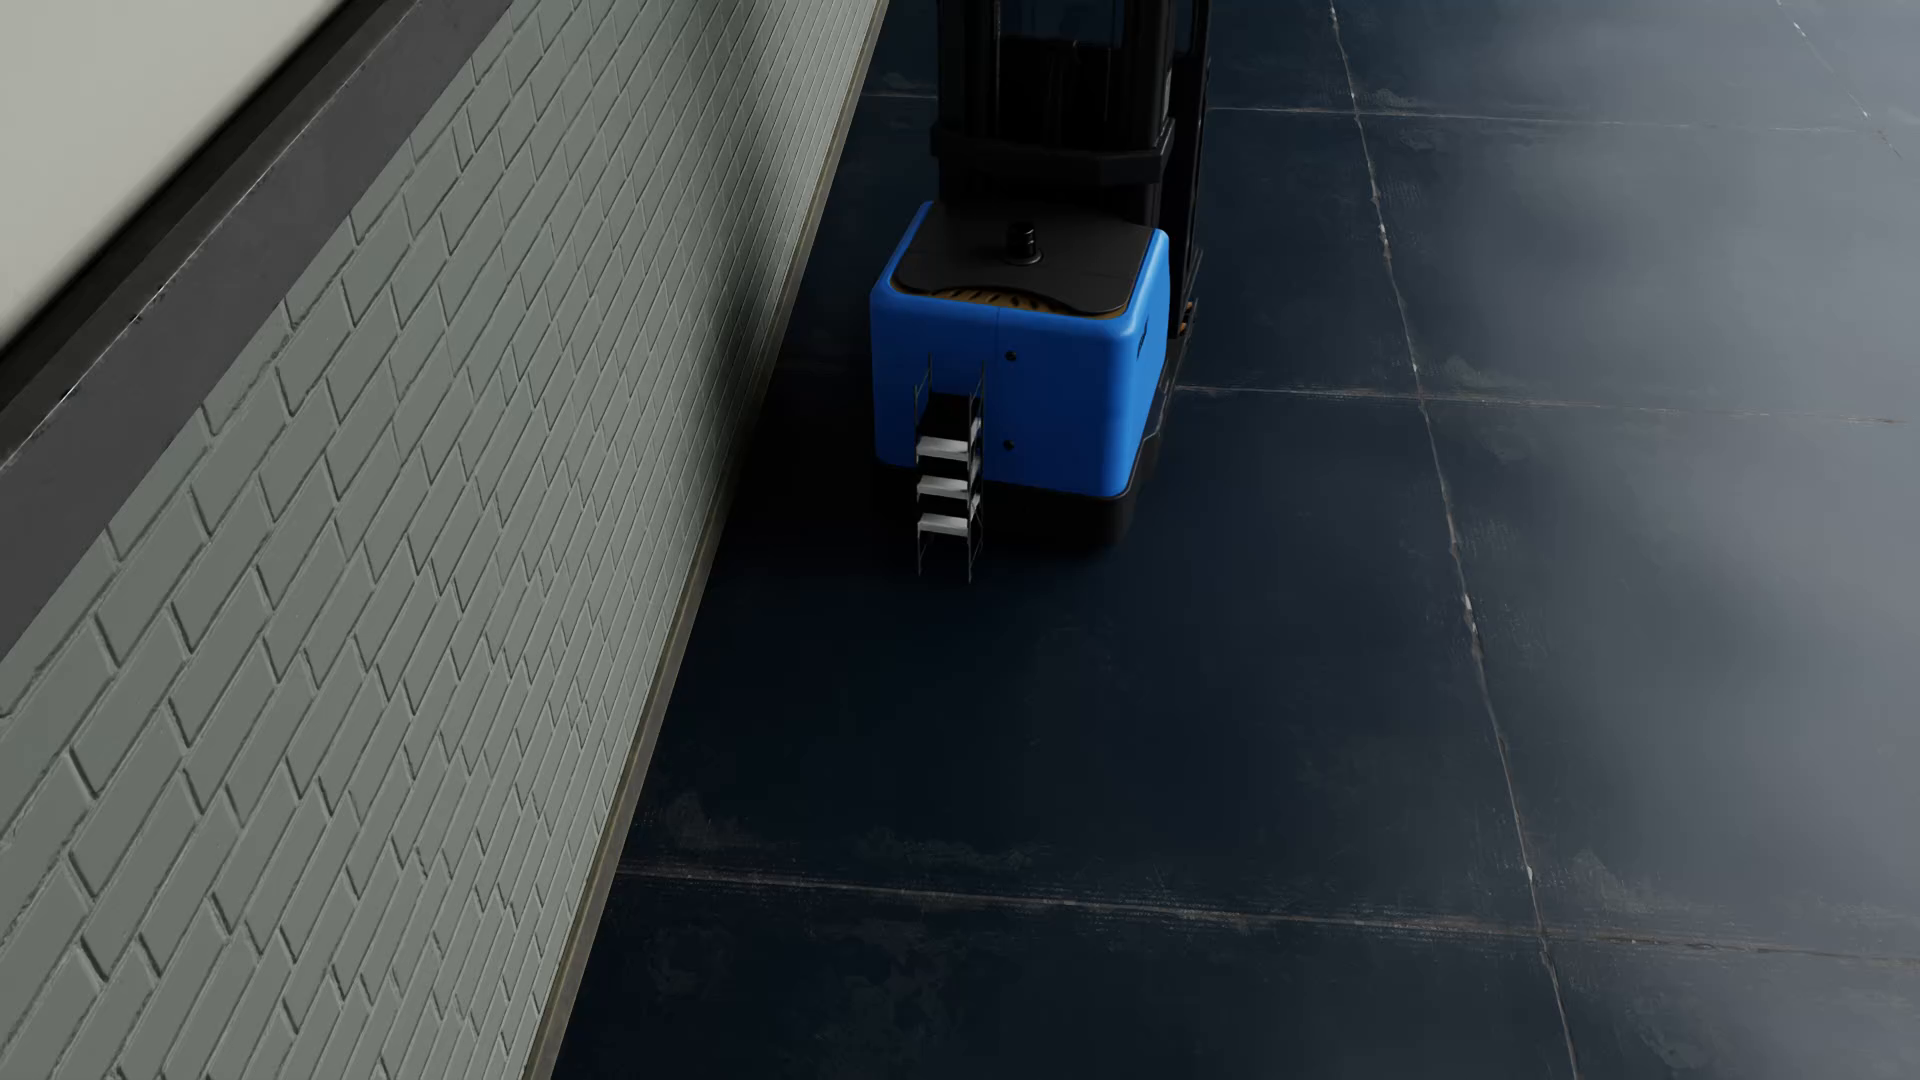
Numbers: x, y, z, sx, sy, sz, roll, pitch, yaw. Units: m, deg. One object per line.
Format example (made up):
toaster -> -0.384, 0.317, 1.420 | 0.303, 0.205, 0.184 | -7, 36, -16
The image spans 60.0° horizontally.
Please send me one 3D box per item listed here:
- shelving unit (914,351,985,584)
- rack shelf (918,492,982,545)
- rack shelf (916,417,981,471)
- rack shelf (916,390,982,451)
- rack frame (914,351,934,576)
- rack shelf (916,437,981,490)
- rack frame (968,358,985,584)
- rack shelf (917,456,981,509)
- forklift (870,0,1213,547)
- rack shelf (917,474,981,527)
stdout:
shelving unit -> -0.038, -0.264, 6.362 | 0.210, 0.900, 0.258 | 8, 40, 10
rack shelf -> -0.038, -0.099, 6.496 | 0.200, 0.077, 0.258 | 8, 40, 10
rack shelf -> -0.038, -0.378, 6.269 | 0.200, 0.077, 0.258 | 8, 40, 10
rack shelf -> -0.038, -0.448, 6.212 | 0.200, 0.077, 0.258 | 8, 40, 10
rack frame -> -0.137, -0.279, 6.380 | 0.006, 0.900, 0.240 | 8, 40, 10
rack shelf -> -0.038, -0.308, 6.326 | 0.200, 0.077, 0.258 | 8, 40, 10
rack frame -> 0.061, -0.249, 6.343 | 0.006, 0.900, 0.240 | 8, 40, 10
rack shelf -> -0.038, -0.238, 6.383 | 0.200, 0.077, 0.258 | 8, 40, 10
forklift -> 0.510, -2.044, 6.939 | 1.130, 2.935, 3.031 | 9, 40, 11
rack shelf -> -0.038, -0.168, 6.439 | 0.200, 0.077, 0.258 | 8, 40, 10
